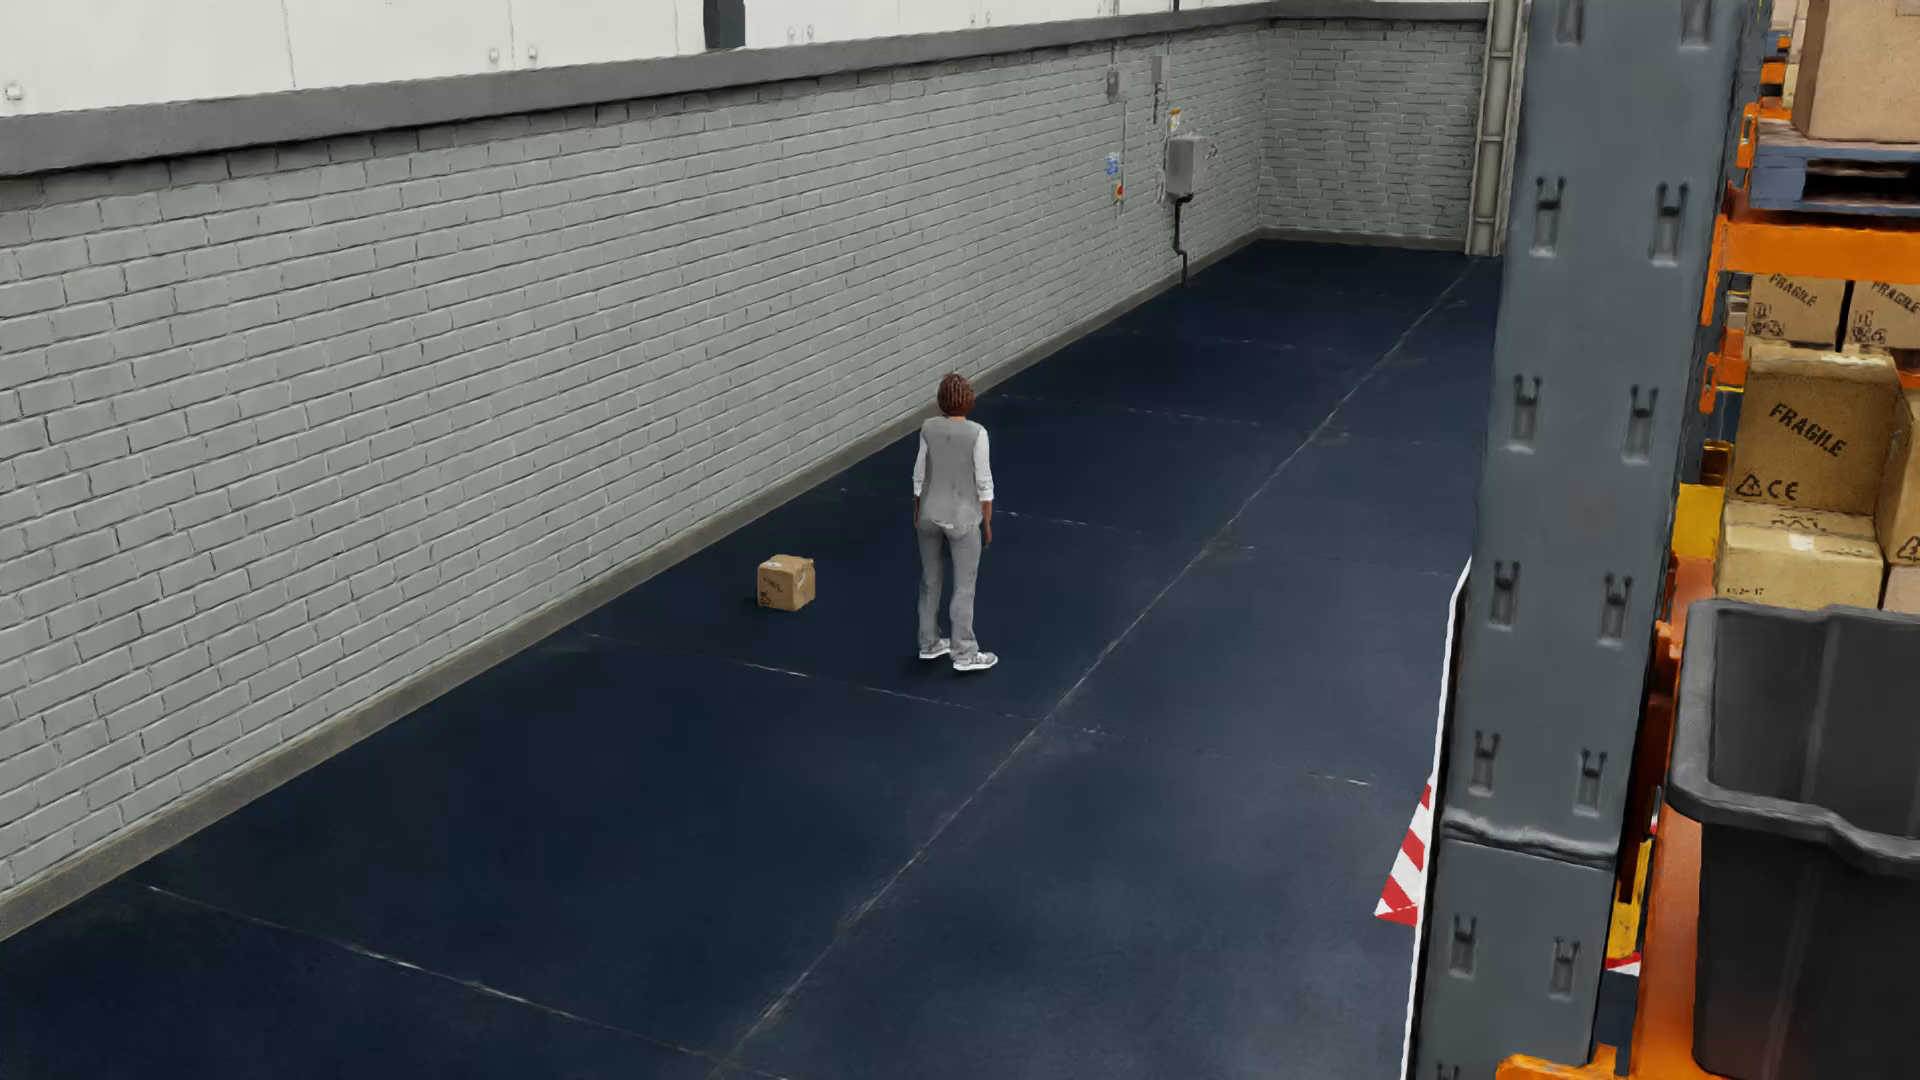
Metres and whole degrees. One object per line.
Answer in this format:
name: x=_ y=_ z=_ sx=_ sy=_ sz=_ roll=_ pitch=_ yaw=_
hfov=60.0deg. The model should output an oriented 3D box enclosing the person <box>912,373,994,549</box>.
person: x=-0.050 y=-0.409 z=8.664 sx=0.478 sy=0.937 sz=0.319 roll=8 pitch=21 yaw=21
